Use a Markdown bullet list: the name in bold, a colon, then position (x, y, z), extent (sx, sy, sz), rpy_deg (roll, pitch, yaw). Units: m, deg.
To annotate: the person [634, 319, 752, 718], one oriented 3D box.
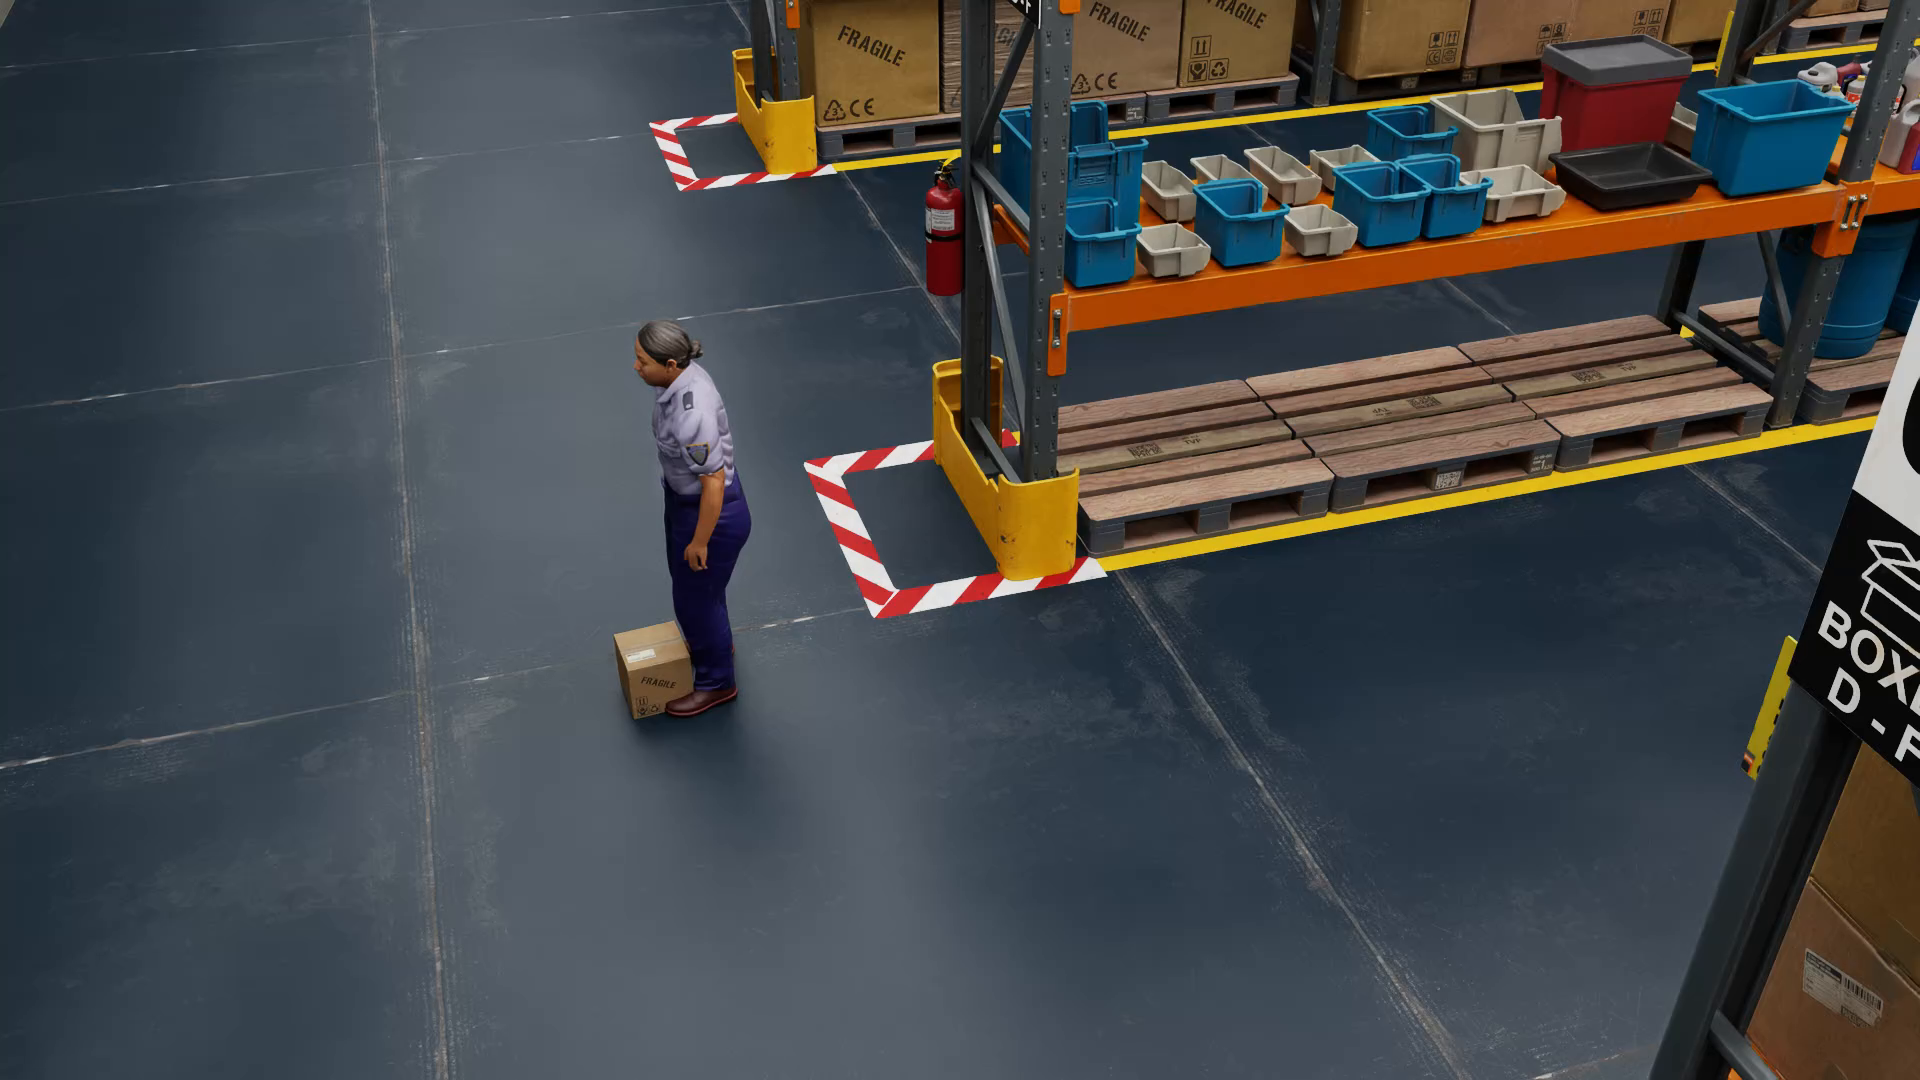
- **person**: position (-1.015, -0.103, 6.301), extent (0.413, 1.652, 0.538), rpy_deg (-10, 35, -14)
